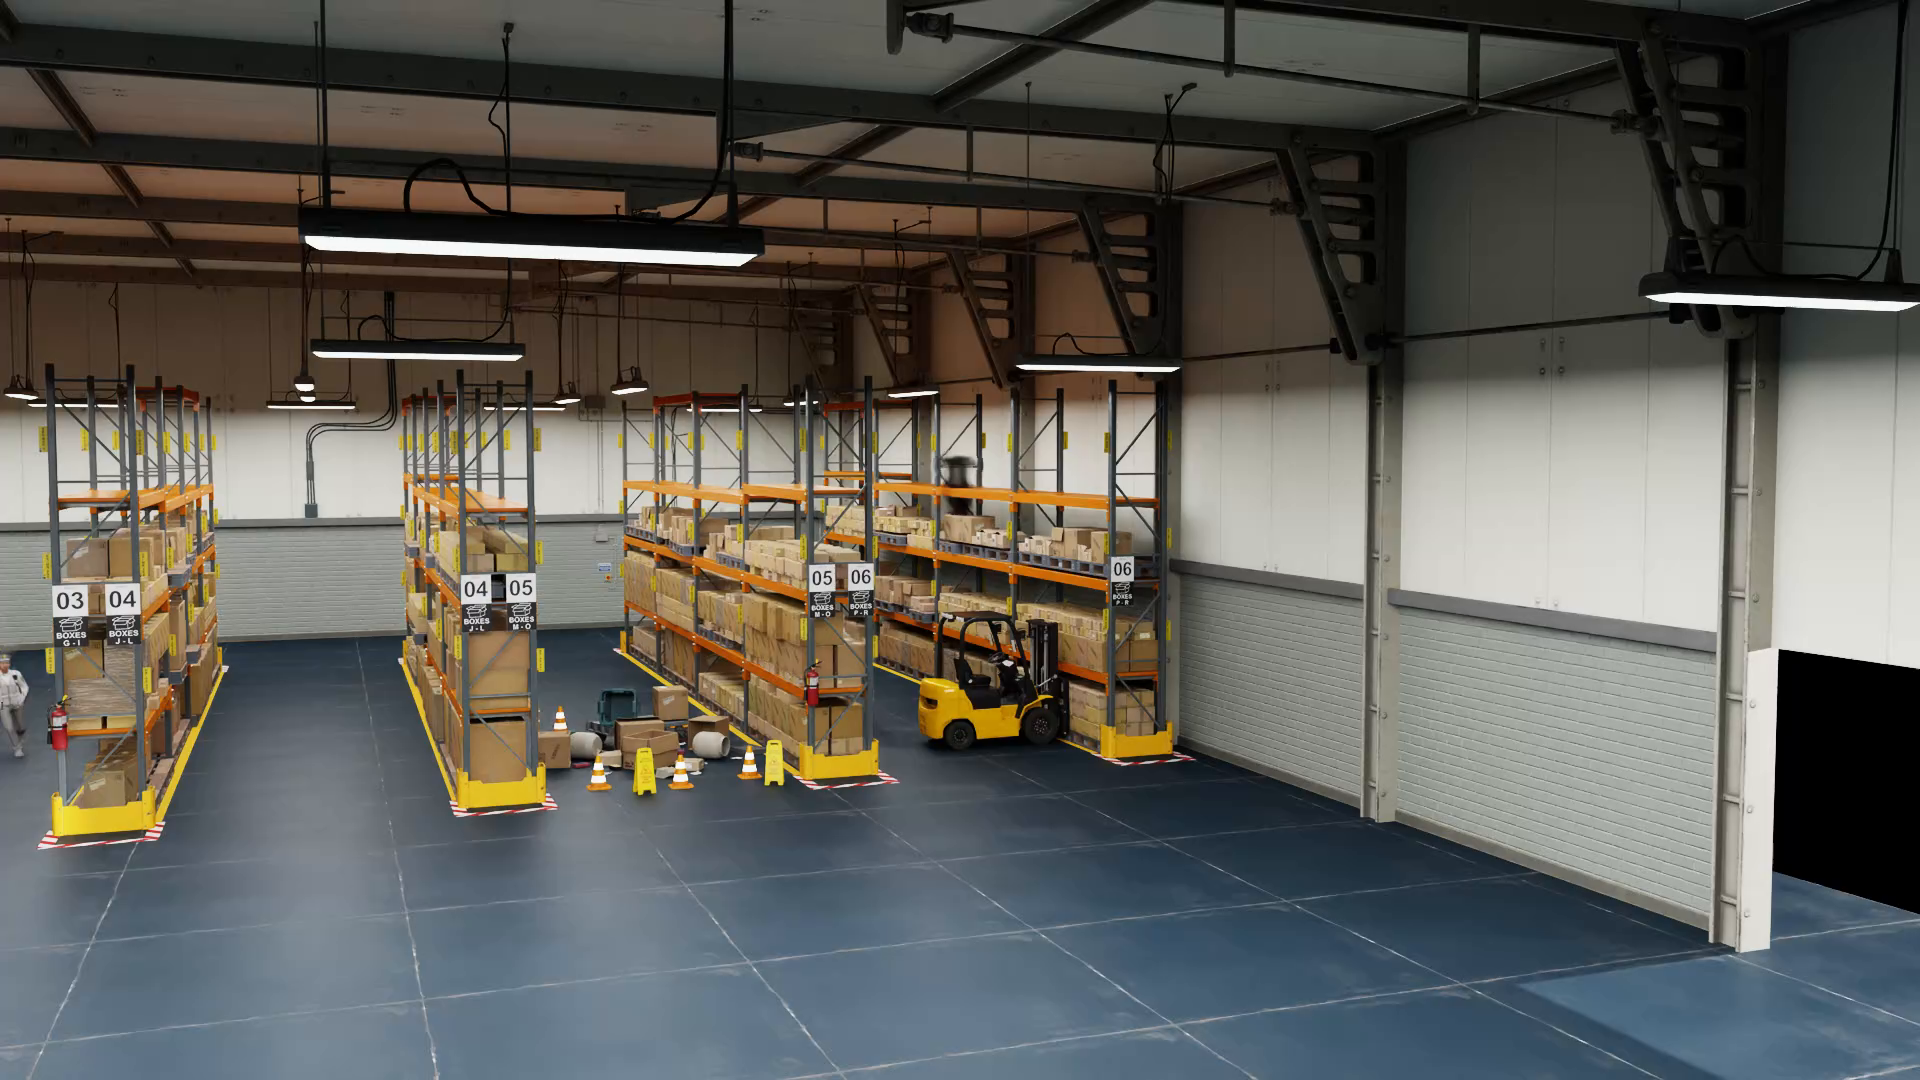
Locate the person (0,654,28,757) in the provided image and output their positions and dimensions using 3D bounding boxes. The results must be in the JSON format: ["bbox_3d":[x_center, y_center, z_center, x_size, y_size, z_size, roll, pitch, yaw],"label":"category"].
[{"bbox_3d":[-15.220,2.632,26.570,0.609,1.636,0.691,-2,4,-32],"label":"person"}]

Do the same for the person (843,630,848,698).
[{"bbox_3d":[-2.419,2.287,31.614,0.645,1.761,0.684,-1,3,-17],"label":"person"}]
